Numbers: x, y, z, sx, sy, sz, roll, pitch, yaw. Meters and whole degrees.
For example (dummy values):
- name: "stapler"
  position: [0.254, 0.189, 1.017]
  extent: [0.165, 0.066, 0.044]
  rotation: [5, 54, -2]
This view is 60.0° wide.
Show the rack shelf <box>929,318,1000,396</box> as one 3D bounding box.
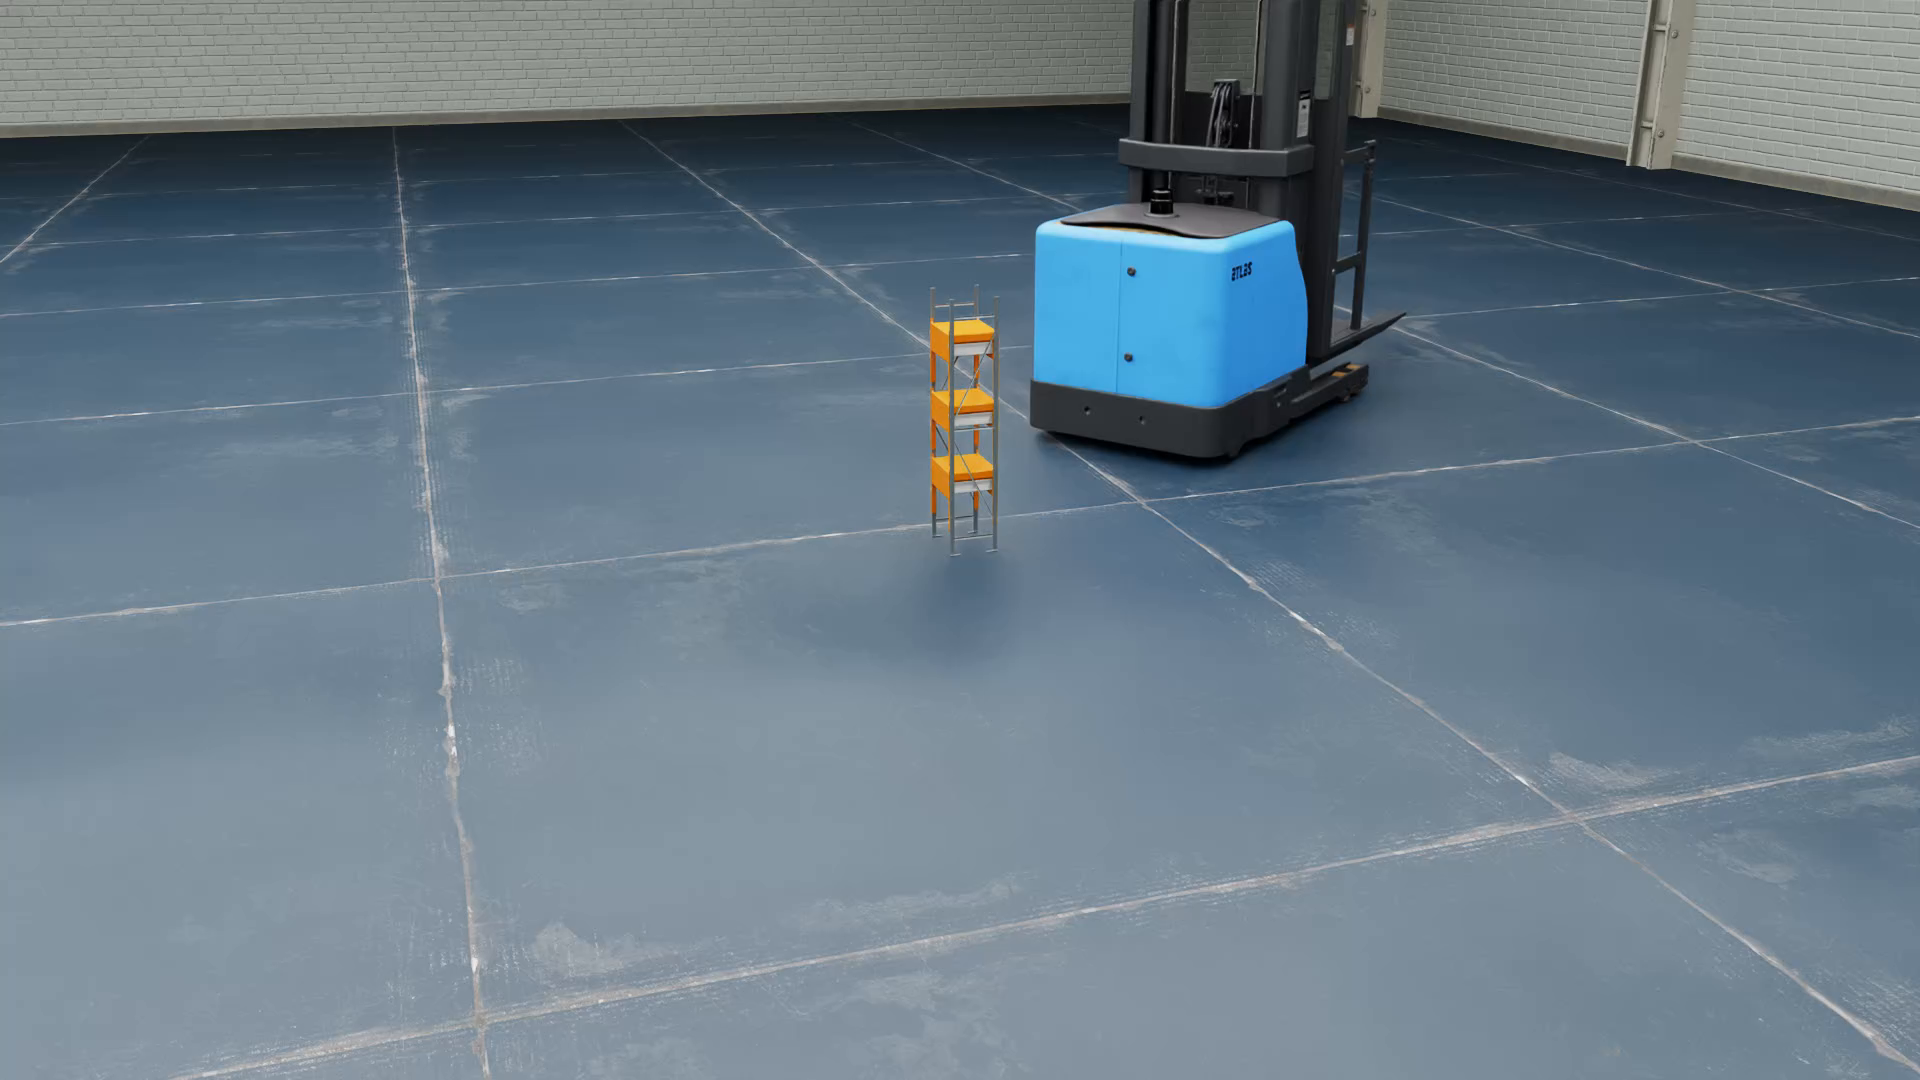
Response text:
- name: "rack shelf"
  position: [0.017, -0.734, 6.599]
  extent: [0.215, 0.259, 0.240]
  rotation: [-6, 21, -17]

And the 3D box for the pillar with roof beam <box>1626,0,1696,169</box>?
- name: "pillar with roof beam"
  position: [3.556, -7.918, 15.649]
  extent: [9.100, 9.000, 0.400]
  rotation: [-6, 21, -17]

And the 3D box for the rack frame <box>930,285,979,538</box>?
- name: "rack frame"
  position: [-0.022, -0.516, 6.800]
  extent: [0.200, 1.050, 0.008]
  rotation: [-6, 21, -17]

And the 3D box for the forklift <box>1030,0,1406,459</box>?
- name: "forklift"
  position: [1.593, -2.204, 8.717]
  extent: [1.130, 2.935, 3.031]
  rotation: [13, 23, 32]

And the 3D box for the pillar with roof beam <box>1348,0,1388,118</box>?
- name: "pillar with roof beam"
  position: [1.670, -9.843, 21.009]
  extent: [9.100, 9.000, 0.400]
  rotation: [-6, 21, -17]

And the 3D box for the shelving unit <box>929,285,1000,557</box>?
- name: "shelving unit"
  position: [0.017, -0.477, 6.691]
  extent: [0.215, 1.050, 0.252]
  rotation: [-6, 21, -17]

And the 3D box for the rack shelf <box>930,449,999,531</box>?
- name: "rack shelf"
  position: [0.017, -0.205, 6.789]
  extent: [0.215, 0.259, 0.240]
  rotation: [-6, 21, -17]

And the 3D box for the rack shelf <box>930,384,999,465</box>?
- name: "rack shelf"
  position: [0.017, -0.467, 6.695]
  extent: [0.215, 0.259, 0.240]
  rotation: [-6, 21, -17]

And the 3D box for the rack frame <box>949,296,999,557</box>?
- name: "rack frame"
  position: [0.055, -0.438, 6.582]
  extent: [0.200, 1.050, 0.008]
  rotation: [-6, 21, -17]
